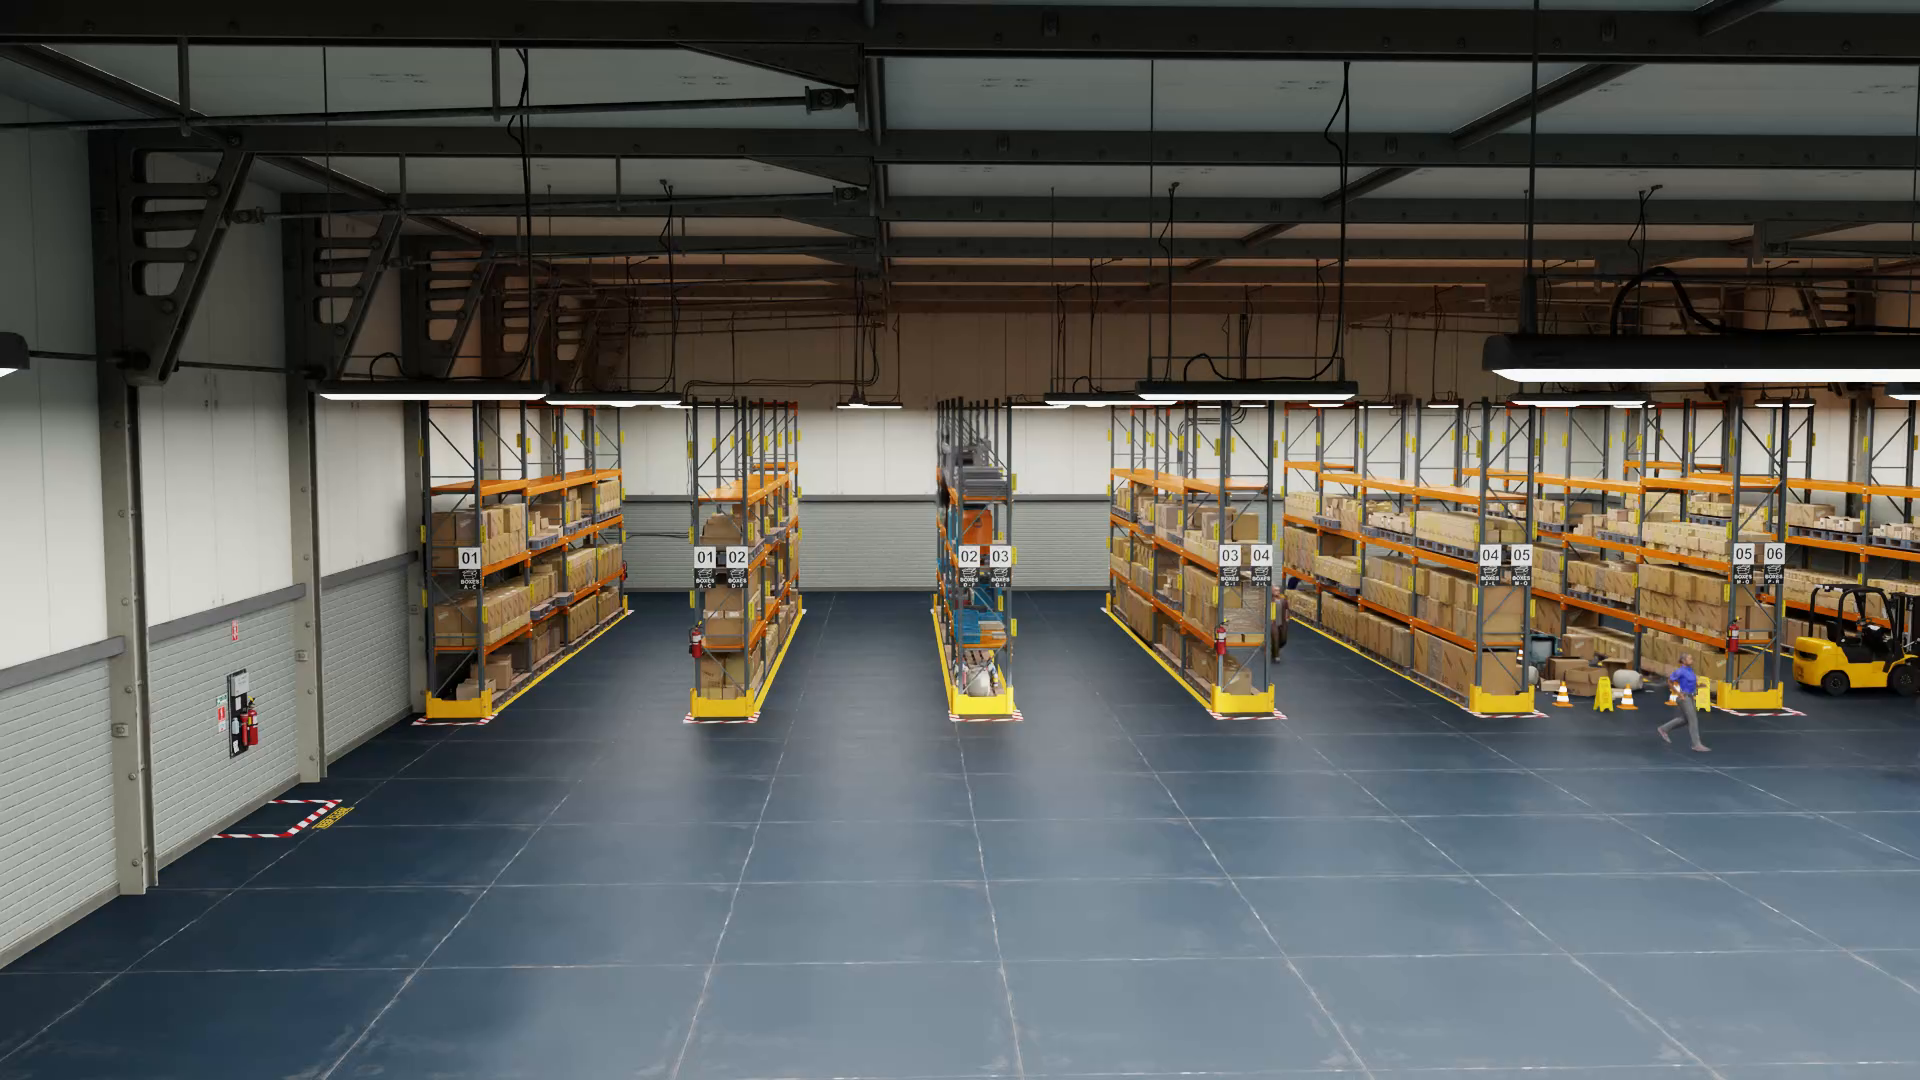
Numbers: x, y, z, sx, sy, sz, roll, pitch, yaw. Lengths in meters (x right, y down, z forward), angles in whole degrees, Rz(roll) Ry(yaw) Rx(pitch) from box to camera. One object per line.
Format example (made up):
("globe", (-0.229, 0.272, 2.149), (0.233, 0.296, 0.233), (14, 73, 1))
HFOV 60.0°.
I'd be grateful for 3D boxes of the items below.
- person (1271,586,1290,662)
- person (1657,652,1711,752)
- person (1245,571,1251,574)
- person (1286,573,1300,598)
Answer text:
("person", (7.223, 1.919, 38.050), (0.688, 1.724, 0.668), (-1, 4, -9))
("person", (12.252, 2.721, 28.127), (0.924, 1.620, 0.583), (4, 6, 43))
("person", (8.089, 1.310, 45.574), (0.690, 1.818, 0.860), (0, 4, 0))
("person", (9.855, 1.137, 49.050), (0.692, 1.627, 0.673), (1, 4, 9))
